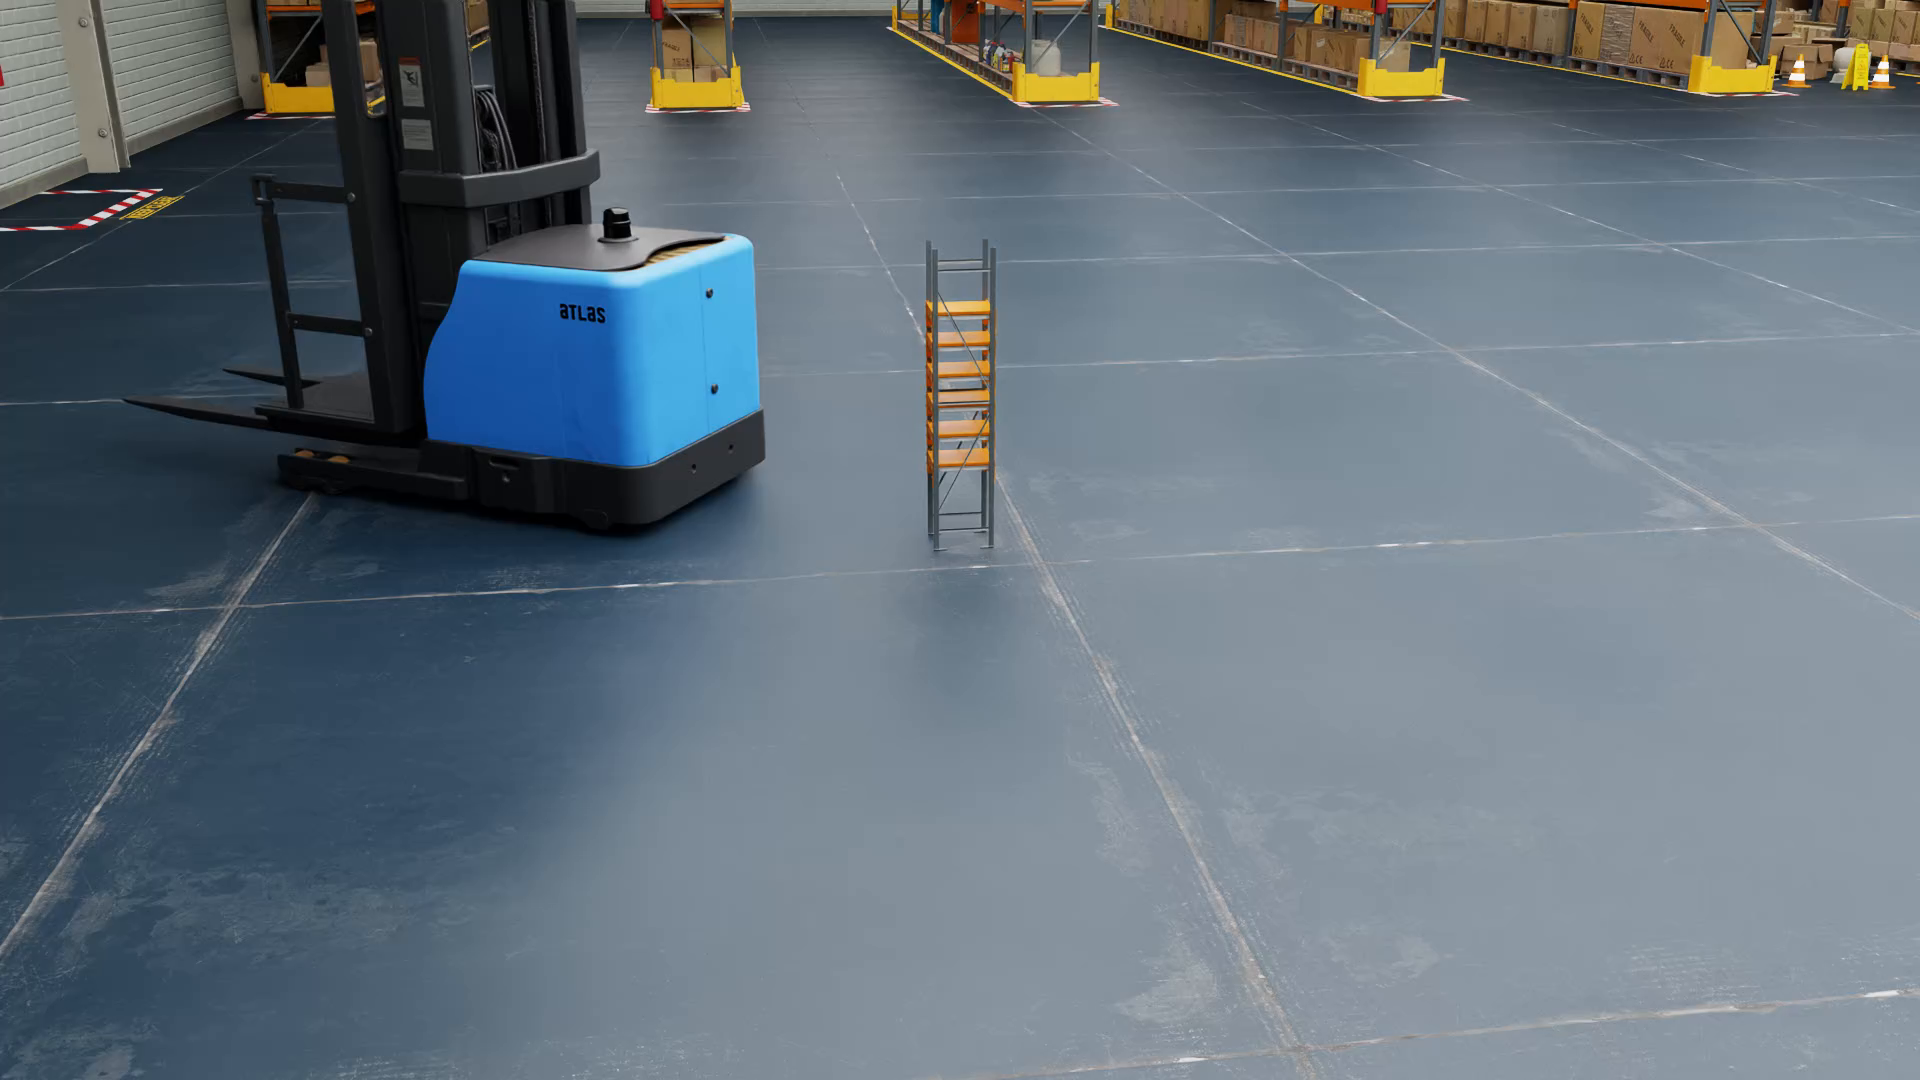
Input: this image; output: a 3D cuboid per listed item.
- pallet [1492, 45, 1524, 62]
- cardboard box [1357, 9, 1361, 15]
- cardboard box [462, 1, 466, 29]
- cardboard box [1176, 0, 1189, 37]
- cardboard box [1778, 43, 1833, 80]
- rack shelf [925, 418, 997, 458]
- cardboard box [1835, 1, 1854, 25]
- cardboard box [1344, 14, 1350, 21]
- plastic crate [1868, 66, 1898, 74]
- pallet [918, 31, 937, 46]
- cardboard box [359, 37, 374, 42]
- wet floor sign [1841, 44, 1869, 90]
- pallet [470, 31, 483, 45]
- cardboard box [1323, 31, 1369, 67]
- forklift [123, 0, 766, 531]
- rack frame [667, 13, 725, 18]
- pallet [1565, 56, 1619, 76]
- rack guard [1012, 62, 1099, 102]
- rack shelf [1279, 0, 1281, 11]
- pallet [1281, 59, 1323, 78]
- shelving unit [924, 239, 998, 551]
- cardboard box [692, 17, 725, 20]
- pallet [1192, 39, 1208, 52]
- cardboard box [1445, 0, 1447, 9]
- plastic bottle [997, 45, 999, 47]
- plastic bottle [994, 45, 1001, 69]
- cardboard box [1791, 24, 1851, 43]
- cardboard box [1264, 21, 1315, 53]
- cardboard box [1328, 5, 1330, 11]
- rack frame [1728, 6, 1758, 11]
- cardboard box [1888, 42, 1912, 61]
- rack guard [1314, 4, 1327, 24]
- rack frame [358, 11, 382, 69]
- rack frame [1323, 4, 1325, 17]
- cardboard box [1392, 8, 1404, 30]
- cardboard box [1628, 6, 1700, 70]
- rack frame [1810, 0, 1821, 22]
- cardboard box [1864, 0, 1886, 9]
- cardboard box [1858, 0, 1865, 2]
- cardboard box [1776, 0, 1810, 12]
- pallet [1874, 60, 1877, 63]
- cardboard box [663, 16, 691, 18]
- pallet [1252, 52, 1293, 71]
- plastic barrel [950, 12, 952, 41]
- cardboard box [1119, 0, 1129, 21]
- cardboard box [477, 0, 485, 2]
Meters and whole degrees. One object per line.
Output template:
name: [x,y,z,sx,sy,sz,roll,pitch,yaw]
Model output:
pallet: [10.261,-8.715,29.748,1.003,0.211,1.213,-3,21,-8]
cardboard box: [8.991,-11.656,36.686,0.380,0.149,0.250,-4,21,-10]
cardboard box: [-9.933,-10.111,31.973,0.750,0.750,0.750,-3,21,-7]
cardboard box: [4.927,-10.255,32.322,1.225,0.875,0.875,-3,21,-8]
cardboard box: [13.328,-7.545,26.199,0.637,0.503,0.797,17,27,39]
rack shelf: [0.002,-0.403,6.550,0.258,0.103,0.180,-3,21,-8]
cardboard box: [19.201,-11.304,35.667,0.500,0.500,0.500,-3,21,-8]
cardboard box: [8.825,-11.713,37.264,0.380,0.149,0.250,-4,21,-10]
plastic crate: [14.924,-7.667,27.129,0.402,0.080,0.583,-11,23,-26]
pallet: [-0.281,-10.064,33.360,1.003,0.211,1.213,-3,21,-8]
cardboard box: [-8.813,-7.048,24.243,0.500,0.500,0.500,-4,21,-12]
wet floor sign: [13.166,-6.937,24.366,0.267,0.644,0.232,-7,21,-17]
pallet: [-10.187,-10.101,33.459,1.003,0.211,1.213,-3,21,-8]
cardboard box: [5.978,-7.596,25.739,0.500,0.500,0.500,-5,21,-13]
forklift: [-2.441,-1.731,7.162,3.031,2.935,1.130,8,22,22]
rack frame: [-4.100,-8.621,25.512,1.000,3.000,0.127,-3,21,-8]
pallet: [10.658,-7.761,27.194,1.003,0.211,1.213,-3,21,-8]
rack guard: [1.321,-6.338,22.970,1.175,0.500,0.348,-3,21,-8]
rack shelf: [5.415,-9.475,28.826,1.077,0.370,4.000,-3,21,-8]
pallet: [5.835,-7.582,26.716,1.003,0.211,1.213,-3,21,-8]
shelving unit: [0.002,-0.557,6.493,0.258,1.200,0.189,-3,21,-8]
cardboard box: [-3.757,-7.558,24.923,0.500,0.500,0.500,-3,21,-8]
pallet: [5.087,-9.475,31.783,1.003,0.211,1.213,-3,21,-8]
cardboard box: [9.608,-10.495,32.428,0.500,0.250,0.500,-3,21,-7]
plastic bottle: [0.593,-7.566,25.940,0.061,0.283,0.133,-3,21,-8]
plastic bottle: [0.596,-7.322,25.190,0.144,0.351,0.185,-3,21,-8]
cardboard box: [15.324,-9.015,29.722,0.950,0.372,0.625,-2,21,-4]
cardboard box: [5.586,-8.534,28.223,0.700,0.500,0.500,-3,21,-8]
cardboard box: [8.717,-12.296,38.399,0.380,0.149,0.250,-2,21,-5]
rack frame: [14.933,-11.004,31.892,1.000,3.000,0.127,-3,21,-8]
cardboard box: [15.495,-7.942,27.024,0.500,0.250,0.500,-3,21,-8]
rack guard: [8.907,-12.292,38.913,1.175,0.500,0.348,-3,21,-8]
rack frame: [-9.002,-8.370,24.839,1.000,3.000,0.127,-3,21,-8]
rack frame: [8.896,-13.489,38.546,1.000,3.000,0.127,-3,21,-8]
cardboard box: [9.317,-10.861,34.481,0.500,0.500,0.500,-2,21,-6]
cardboard box: [10.910,-7.687,25.447,0.875,0.875,0.875,-3,21,-9]
rack frame: [19.268,-12.641,36.274,1.000,3.000,0.127,-3,21,-8]
cardboard box: [15.286,-8.919,27.640,0.380,0.149,0.250,-3,21,-7]
cardboard box: [19.273,-11.470,35.184,0.380,0.149,0.250,-3,21,-8]
cardboard box: [18.920,-12.178,38.006,0.700,0.500,0.500,-4,21,-10]
pallet: [15.396,-8.583,29.394,1.003,0.211,1.213,-3,21,-8]
cardboard box: [-4.343,-7.705,25.316,0.500,0.500,0.500,-3,21,-8]
pallet: [5.589,-8.083,28.055,1.003,0.211,1.213,-3,21,-8]
plastic barrel: [-0.032,-9.645,31.209,0.421,0.512,0.421,0,20,0]
cardboard box: [4.145,-12.258,37.686,0.875,0.875,0.875,-3,21,-8]
cardboard box: [-10.295,-11.493,35.247,0.380,0.149,0.250,-2,21,-6]
